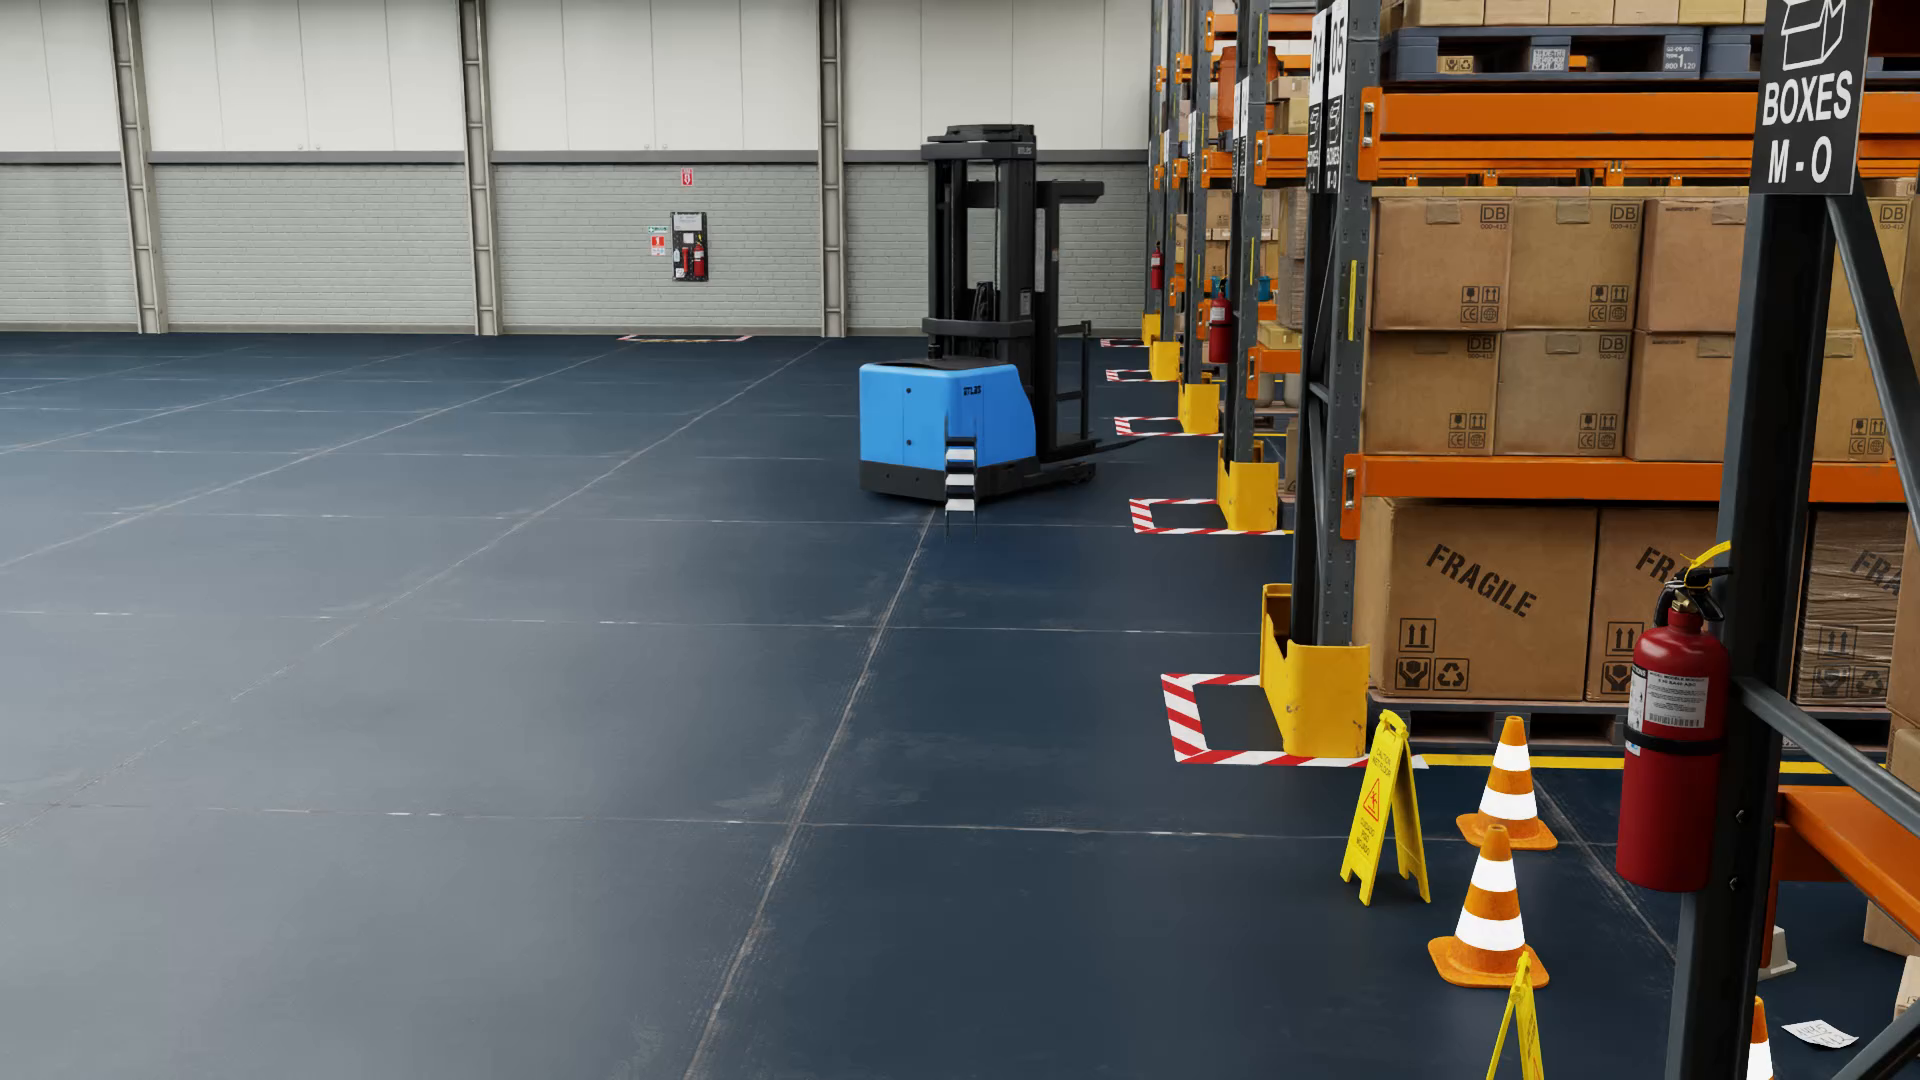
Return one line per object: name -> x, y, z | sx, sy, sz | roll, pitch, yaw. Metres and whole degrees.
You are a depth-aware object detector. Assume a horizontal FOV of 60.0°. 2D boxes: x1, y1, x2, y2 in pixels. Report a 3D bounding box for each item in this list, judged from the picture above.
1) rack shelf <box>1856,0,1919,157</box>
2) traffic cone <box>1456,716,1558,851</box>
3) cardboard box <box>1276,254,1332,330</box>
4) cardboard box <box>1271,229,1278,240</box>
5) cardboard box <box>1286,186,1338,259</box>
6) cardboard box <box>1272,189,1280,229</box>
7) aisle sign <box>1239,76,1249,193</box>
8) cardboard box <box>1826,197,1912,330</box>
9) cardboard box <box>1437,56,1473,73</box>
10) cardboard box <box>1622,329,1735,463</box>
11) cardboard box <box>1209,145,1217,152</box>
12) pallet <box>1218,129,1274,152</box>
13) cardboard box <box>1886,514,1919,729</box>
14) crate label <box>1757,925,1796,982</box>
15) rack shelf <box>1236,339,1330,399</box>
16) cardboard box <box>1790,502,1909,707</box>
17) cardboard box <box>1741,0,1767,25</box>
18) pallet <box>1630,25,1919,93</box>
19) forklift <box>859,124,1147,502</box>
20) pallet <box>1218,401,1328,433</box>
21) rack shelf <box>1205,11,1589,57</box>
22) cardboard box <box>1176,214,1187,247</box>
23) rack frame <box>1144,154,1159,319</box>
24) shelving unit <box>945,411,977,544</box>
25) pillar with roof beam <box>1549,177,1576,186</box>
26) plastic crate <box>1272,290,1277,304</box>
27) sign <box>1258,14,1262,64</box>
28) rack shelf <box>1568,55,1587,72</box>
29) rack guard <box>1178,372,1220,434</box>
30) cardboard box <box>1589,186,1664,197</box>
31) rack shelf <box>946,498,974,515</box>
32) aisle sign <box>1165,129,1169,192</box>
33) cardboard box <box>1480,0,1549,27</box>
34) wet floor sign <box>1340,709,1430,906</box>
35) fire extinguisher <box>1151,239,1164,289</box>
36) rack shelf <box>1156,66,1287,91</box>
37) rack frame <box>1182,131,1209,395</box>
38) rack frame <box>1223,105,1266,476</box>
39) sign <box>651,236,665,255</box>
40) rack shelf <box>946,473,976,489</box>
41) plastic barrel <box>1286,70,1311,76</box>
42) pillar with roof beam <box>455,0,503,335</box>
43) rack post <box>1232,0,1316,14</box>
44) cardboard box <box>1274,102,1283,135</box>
rack shelf -> 3.426, -0.715, 2.292 | 4.000, 0.370, 1.077 | 1, 12, 4
traffic cone -> 2.095, 0.900, 6.336 | 0.334, 0.463, 0.336 | 1, 12, 4
cardboard box -> 2.640, -1.832, 12.231 | 0.500, 0.500, 0.875 | 1, 12, 4
cardboard box -> 4.166, -3.978, 21.631 | 0.250, 0.149, 0.380 | 0, 12, 2
cardboard box -> 2.623, -2.272, 11.890 | 0.500, 0.500, 0.500 | 1, 12, 4
cardboard box -> 4.304, -4.336, 21.758 | 0.500, 0.500, 0.700 | 1, 12, 4
aisle sign -> 2.011, -2.863, 11.780 | 0.004, 0.787, 0.394 | 1, 12, 4
cardboard box -> 3.670, -1.223, 7.287 | 0.500, 0.550, 0.875 | 1, 12, 4
cardboard box -> 3.556, -3.483, 11.575 | 0.500, 0.500, 0.500 | 1, 12, 4
cardboard box -> 3.134, -0.680, 7.328 | 0.550, 0.550, 0.875 | 1, 12, 4
cardboard box -> 3.936, -6.143, 26.192 | 0.500, 0.500, 0.500 | 2, 12, 8
pallet -> 3.243, -4.007, 16.735 | 1.213, 0.211, 1.003 | 1, 12, 4
cardboard box -> 1.990, 0.130, 2.849 | 0.500, 0.500, 0.500 | 1, 12, 3
crate label -> 2.469, 1.284, 5.297 | 0.298, 0.136, 0.250 | -6, 13, -26
rack shelf -> 4.088, -1.272, 12.278 | 4.000, 0.370, 1.077 | 1, 12, 4
cardboard box -> 4.129, 0.216, 7.575 | 0.875, 0.875, 0.875 | 1, 12, 4
cardboard box -> 3.240, -2.151, 6.745 | 0.250, 0.149, 0.380 | 1, 12, 3
pallet -> 3.622, -2.040, 7.084 | 1.213, 0.211, 1.003 | 1, 12, 4
forklift -> 0.501, -1.954, 13.949 | 1.130, 2.935, 3.031 | 9, 15, 38
pallet -> 3.313, -1.294, 17.440 | 1.213, 0.211, 1.003 | 1, 12, 4
rack shelf -> 4.419, -5.024, 16.542 | 4.000, 0.370, 1.077 | 1, 12, 4
cardboard box -> 3.542, -4.922, 26.459 | 0.500, 0.500, 0.500 | 1, 12, 4
rack frame -> 3.086, -4.687, 26.847 | 0.127, 3.000, 1.000 | 1, 12, 4
shelving unit -> 0.008, -0.440, 11.675 | 0.210, 0.900, 0.258 | 1, 12, 4
pillar with roof beam -> 9.541, -6.829, 22.435 | 0.400, 9.000, 9.100 | 1, 12, 4
plastic crate -> 3.295, -2.456, 16.826 | 0.250, 0.136, 0.298 | 1, 12, 4
sign -> 2.057, -3.436, 11.408 | 0.005, 0.325, 0.100 | 1, 12, 4
rack shelf -> 8.745, -5.981, 21.117 | 4.000, 0.370, 1.077 | 1, 12, 4
rack guard -> 2.503, -1.448, 17.469 | 0.348, 0.500, 1.175 | 1, 12, 4
cardboard box -> 4.619, -2.244, 11.756 | 0.500, 0.500, 0.500 | 1, 12, 4
rack shelf -> 0.008, -0.232, 11.719 | 0.200, 0.077, 0.258 | 1, 12, 4
aisle sign -> 2.672, -4.886, 21.448 | 0.004, 0.787, 0.394 | 1, 12, 4
cardboard box -> 2.235, -2.165, 6.811 | 0.250, 0.149, 0.380 | 1, 12, 4
wet floor sign -> 1.499, 0.917, 5.807 | 0.232, 0.644, 0.267 | -1, 12, -6
fire extinguisher -> 2.672, -3.733, 22.479 | 0.183, 0.674, 0.296 | 1, 12, 4
rack shelf -> 5.081, -7.242, 26.176 | 4.000, 0.370, 1.077 | 1, 12, 4
rack frame -> 2.424, -2.663, 17.172 | 0.127, 3.000, 1.000 | 1, 12, 4
rack frame -> 2.093, -1.651, 12.335 | 0.127, 3.000, 1.000 | 1, 12, 4
sign -> -5.153, -5.024, 28.371 | 0.234, 0.329, 0.001 | 1, 12, 4
rack shelf -> 0.008, -0.408, 11.682 | 0.200, 0.077, 0.258 | 1, 12, 4
plastic barrel -> 3.570, -4.439, 16.852 | 0.600, 0.588, 0.600 | 0, 12, 0
pillar with roof beam -> -8.419, -7.075, 23.613 | 0.400, 9.000, 9.100 | 1, 12, 4
rack post -> 3.169, -5.318, 16.435 | 0.954, 0.300, 0.937 | 2, 12, 10
cardboard box -> 2.591, -3.091, 12.260 | 0.500, 0.250, 0.500 | 1, 12, 5
